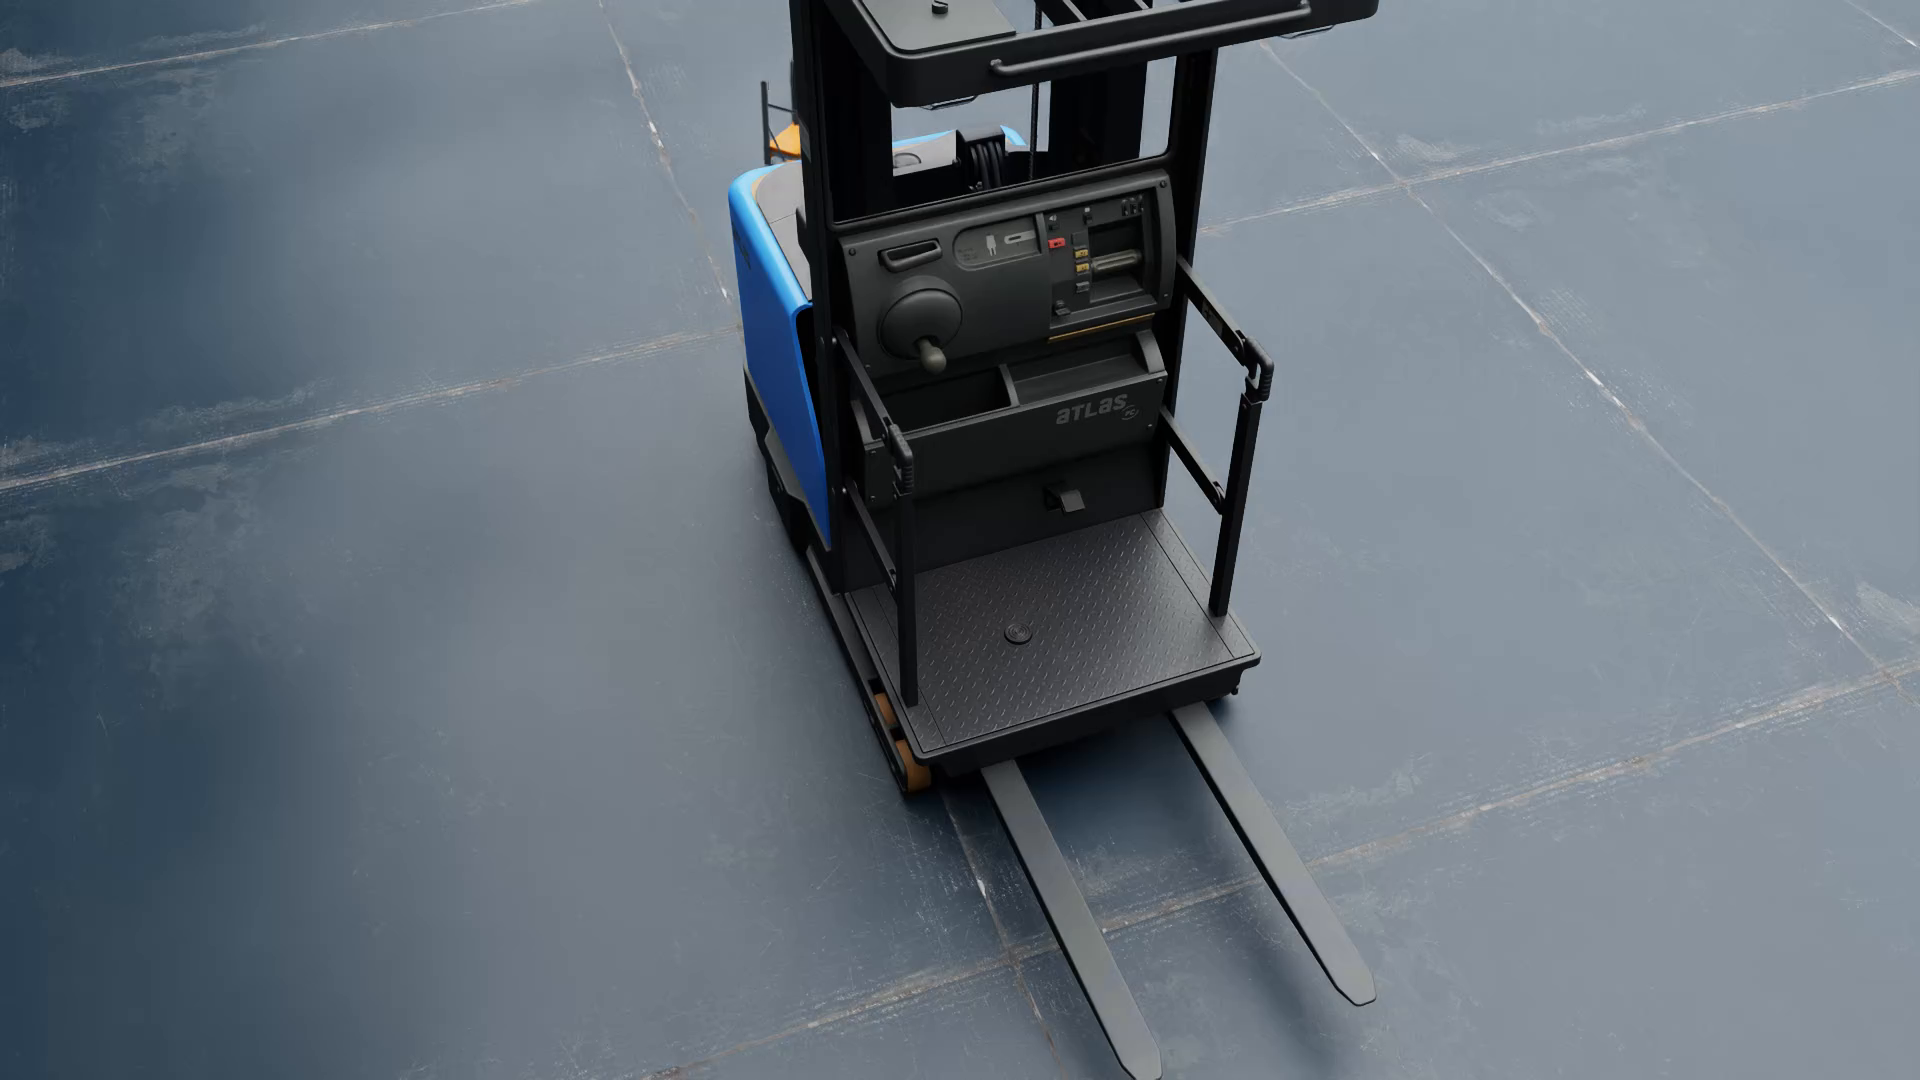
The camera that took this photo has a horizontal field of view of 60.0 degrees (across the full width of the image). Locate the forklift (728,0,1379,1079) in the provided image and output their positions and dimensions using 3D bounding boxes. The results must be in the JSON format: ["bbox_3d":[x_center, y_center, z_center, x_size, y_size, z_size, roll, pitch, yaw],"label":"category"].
[{"bbox_3d":[0.222,-0.619,4.298,1.130,2.935,3.031,-15,47,-14],"label":"forklift"}]

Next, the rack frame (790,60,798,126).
[{"bbox_3d":[-0.495,-1.158,6.058,0.240,1.200,0.006,20,45,19],"label":"rack frame"}]

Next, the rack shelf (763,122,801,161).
[{"bbox_3d":[-0.527,-1.341,5.788,0.258,0.103,0.180,20,45,19],"label":"rack shelf"}]

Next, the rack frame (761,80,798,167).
[{"bbox_3d":[-0.580,-1.053,5.935,0.240,1.200,0.006,20,45,19],"label":"rack frame"}]

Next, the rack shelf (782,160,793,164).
[{"bbox_3d":[-0.531,-1.252,5.867,0.258,0.103,0.180,20,45,19],"label":"rack shelf"}]

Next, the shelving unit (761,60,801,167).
[{"bbox_3d":[-0.537,-1.105,5.997,0.258,1.200,0.189,20,45,19],"label":"shelving unit"}]
